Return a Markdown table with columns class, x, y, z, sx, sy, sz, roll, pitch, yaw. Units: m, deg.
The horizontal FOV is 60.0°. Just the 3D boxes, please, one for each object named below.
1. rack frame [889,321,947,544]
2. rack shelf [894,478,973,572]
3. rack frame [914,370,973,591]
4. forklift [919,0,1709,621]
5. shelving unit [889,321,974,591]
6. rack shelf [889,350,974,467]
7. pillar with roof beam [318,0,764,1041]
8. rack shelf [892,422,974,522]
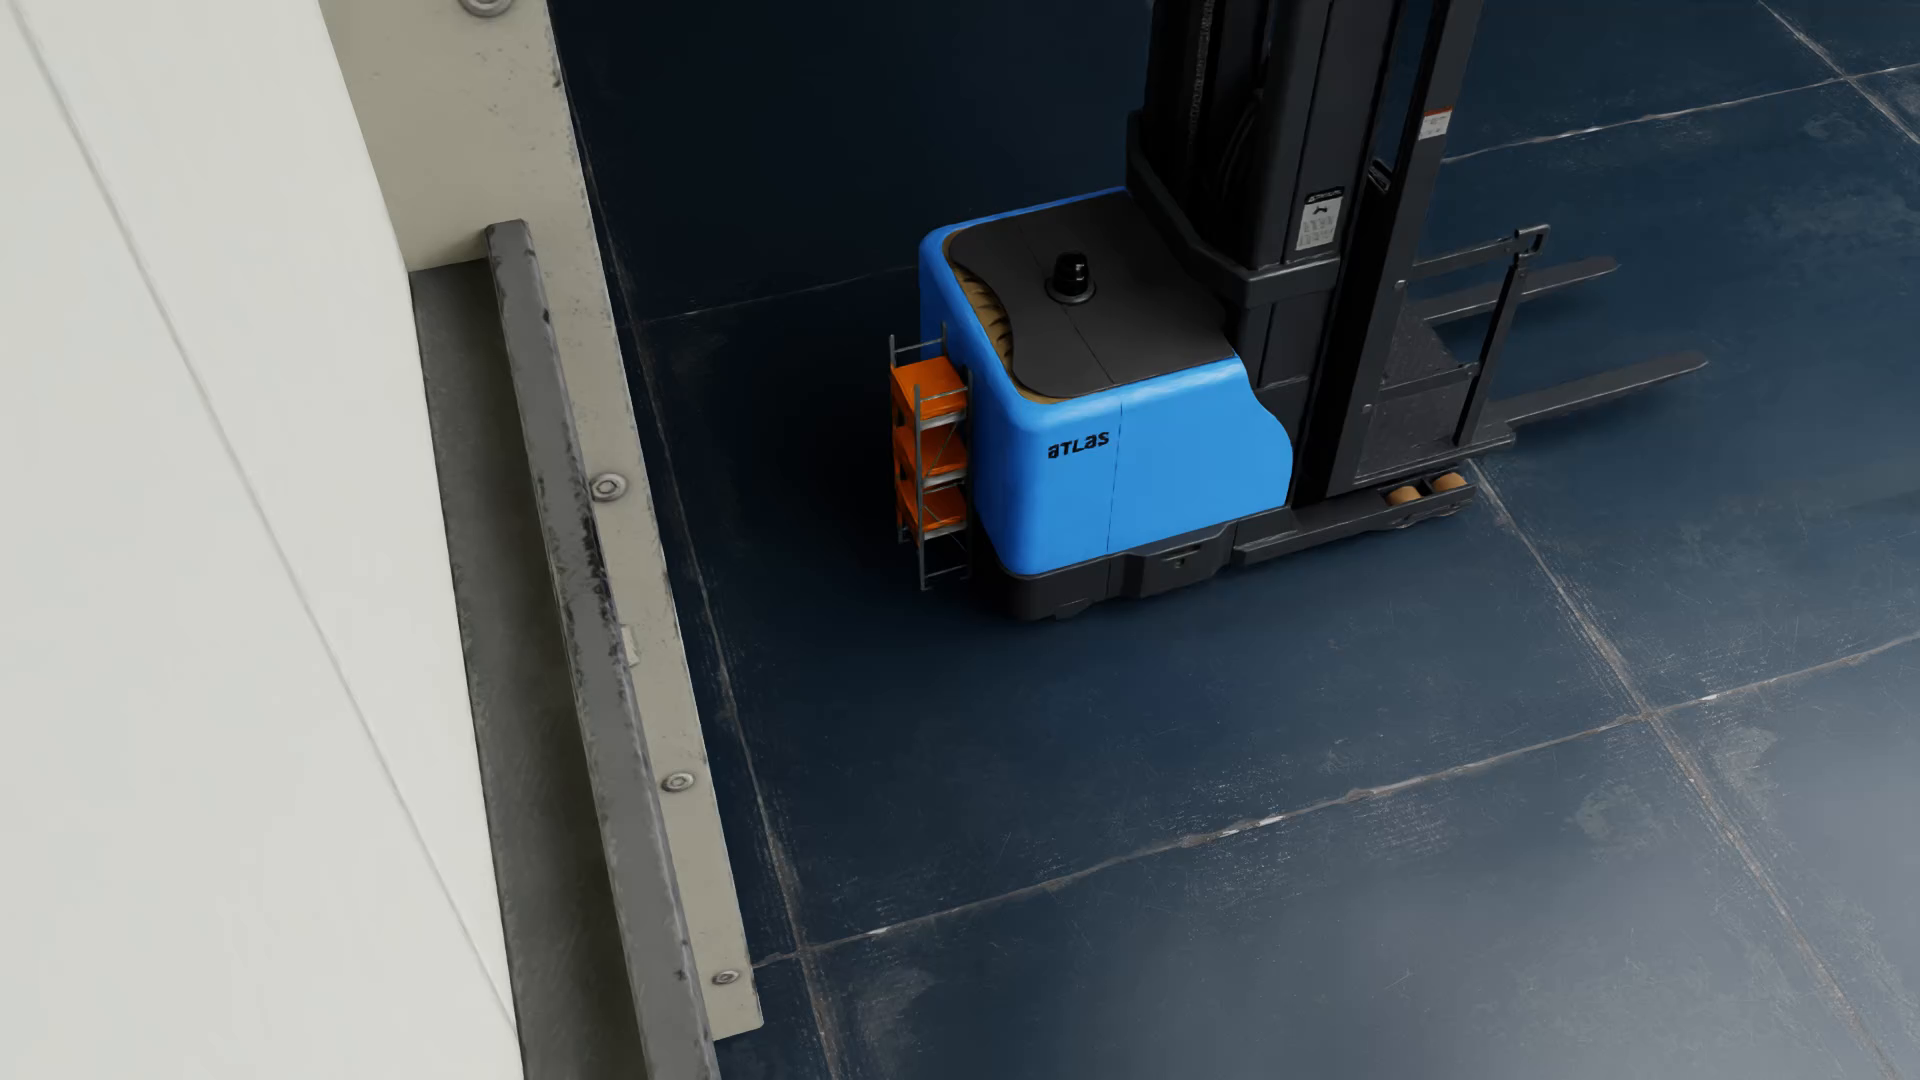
| class | x | y | z | sx | sy | sz | roll | pitch | yaw |
| --- | --- | --- | --- | --- | --- | --- | --- | --- | --- |
| rack frame | -0.138 | -0.354 | 5.862 | 0.200 | 1.050 | 0.008 | -16 | 52 | -13 |
| rack shelf | -0.095 | -0.080 | 6.009 | 0.215 | 0.259 | 0.240 | -16 | 52 | -13 |
| rack frame | -0.052 | -0.179 | 5.714 | 0.200 | 1.050 | 0.008 | -16 | 52 | -13 |
| forklift | 1.416 | -1.355 | 5.475 | 3.031 | 2.935 | 1.130 | -15 | 52 | -13 |
| shelving unit | -0.095 | -0.266 | 5.788 | 0.215 | 1.050 | 0.252 | -16 | 52 | -13 |
| rack shelf | -0.095 | -0.442 | 5.579 | 0.215 | 0.259 | 0.240 | -16 | 52 | -13 |
| pillar with roof beam | 3.317 | -2.519 | 2.487 | 9.100 | 9.000 | 0.400 | -13 | 51 | -11 |
| rack shelf | -0.095 | -0.260 | 5.796 | 0.215 | 0.259 | 0.240 | -16 | 52 | -13 |
